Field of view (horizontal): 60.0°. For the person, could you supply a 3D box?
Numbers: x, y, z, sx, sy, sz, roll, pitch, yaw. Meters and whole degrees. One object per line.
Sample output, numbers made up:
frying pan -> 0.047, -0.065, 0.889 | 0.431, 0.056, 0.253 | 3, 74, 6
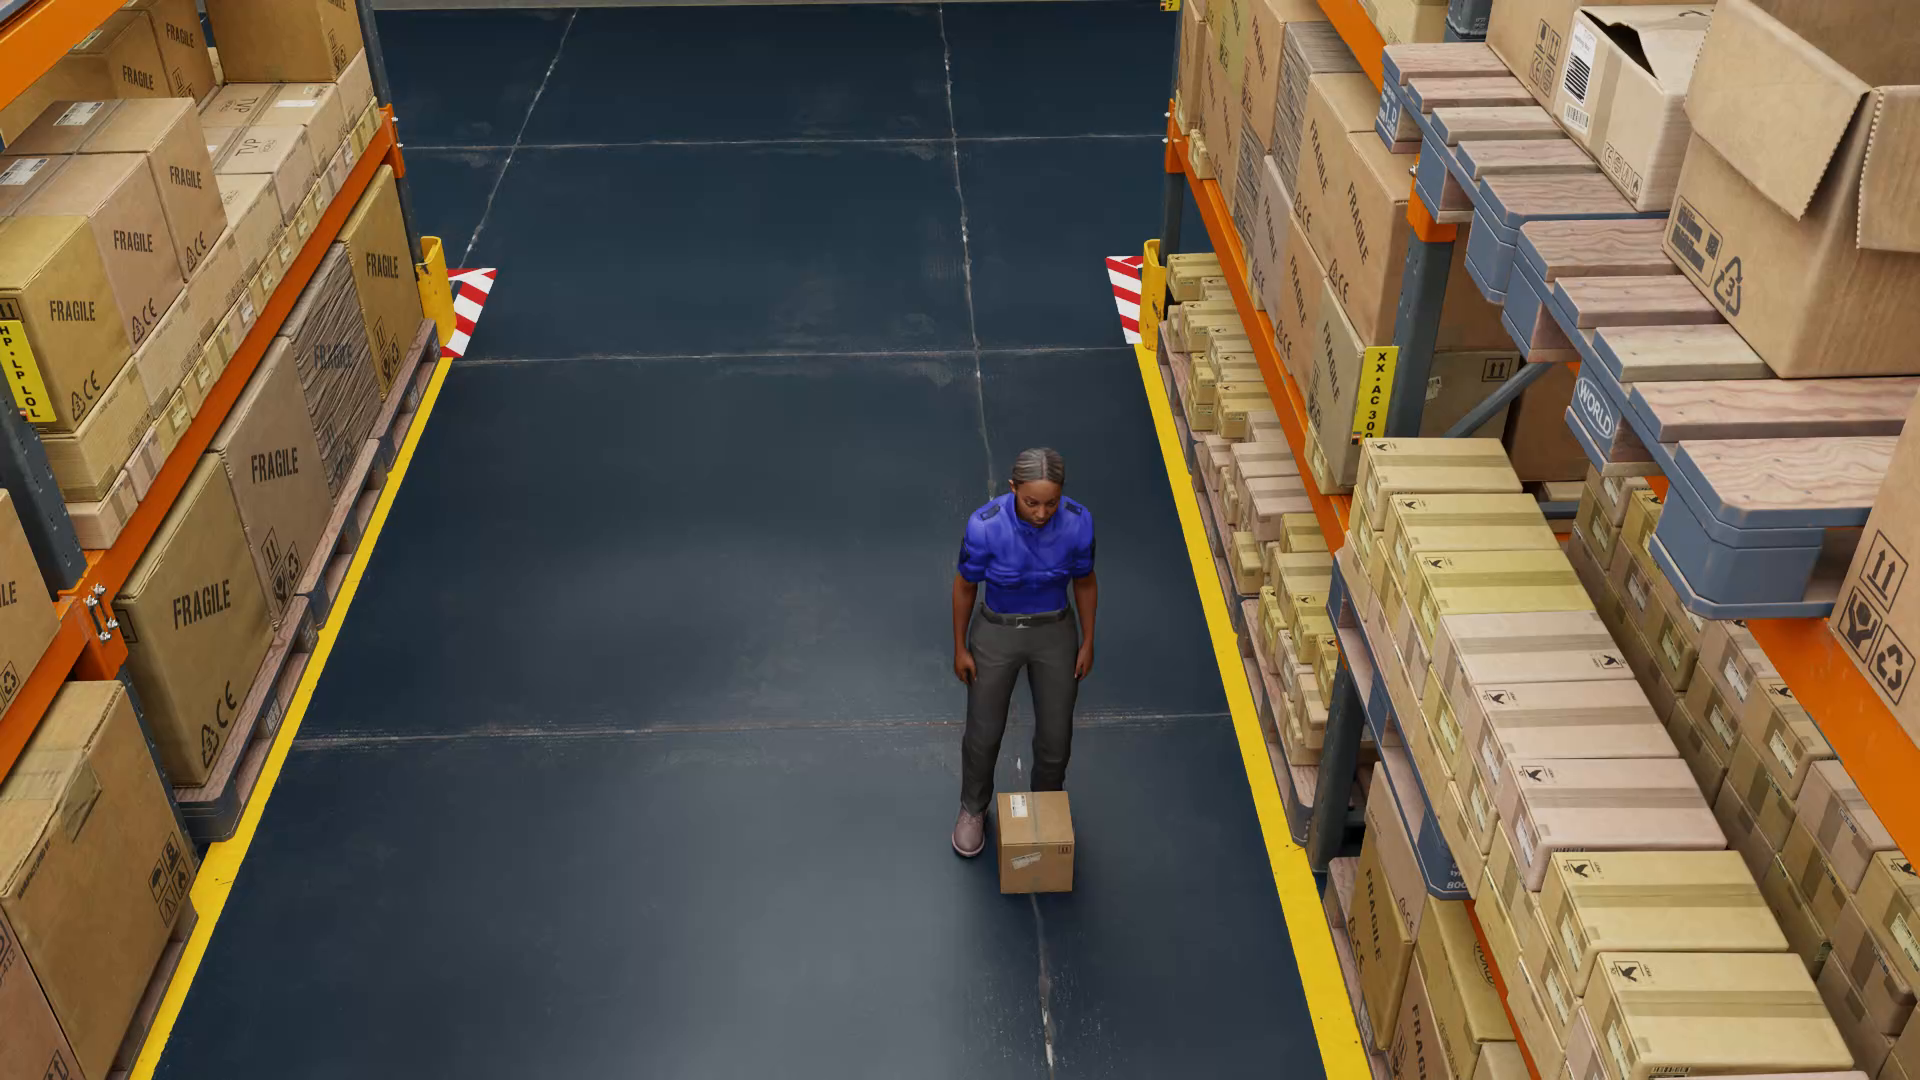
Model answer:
person -> 0.214, 0.366, 5.648 | 0.505, 1.639, 0.353 | -3, 36, -4
